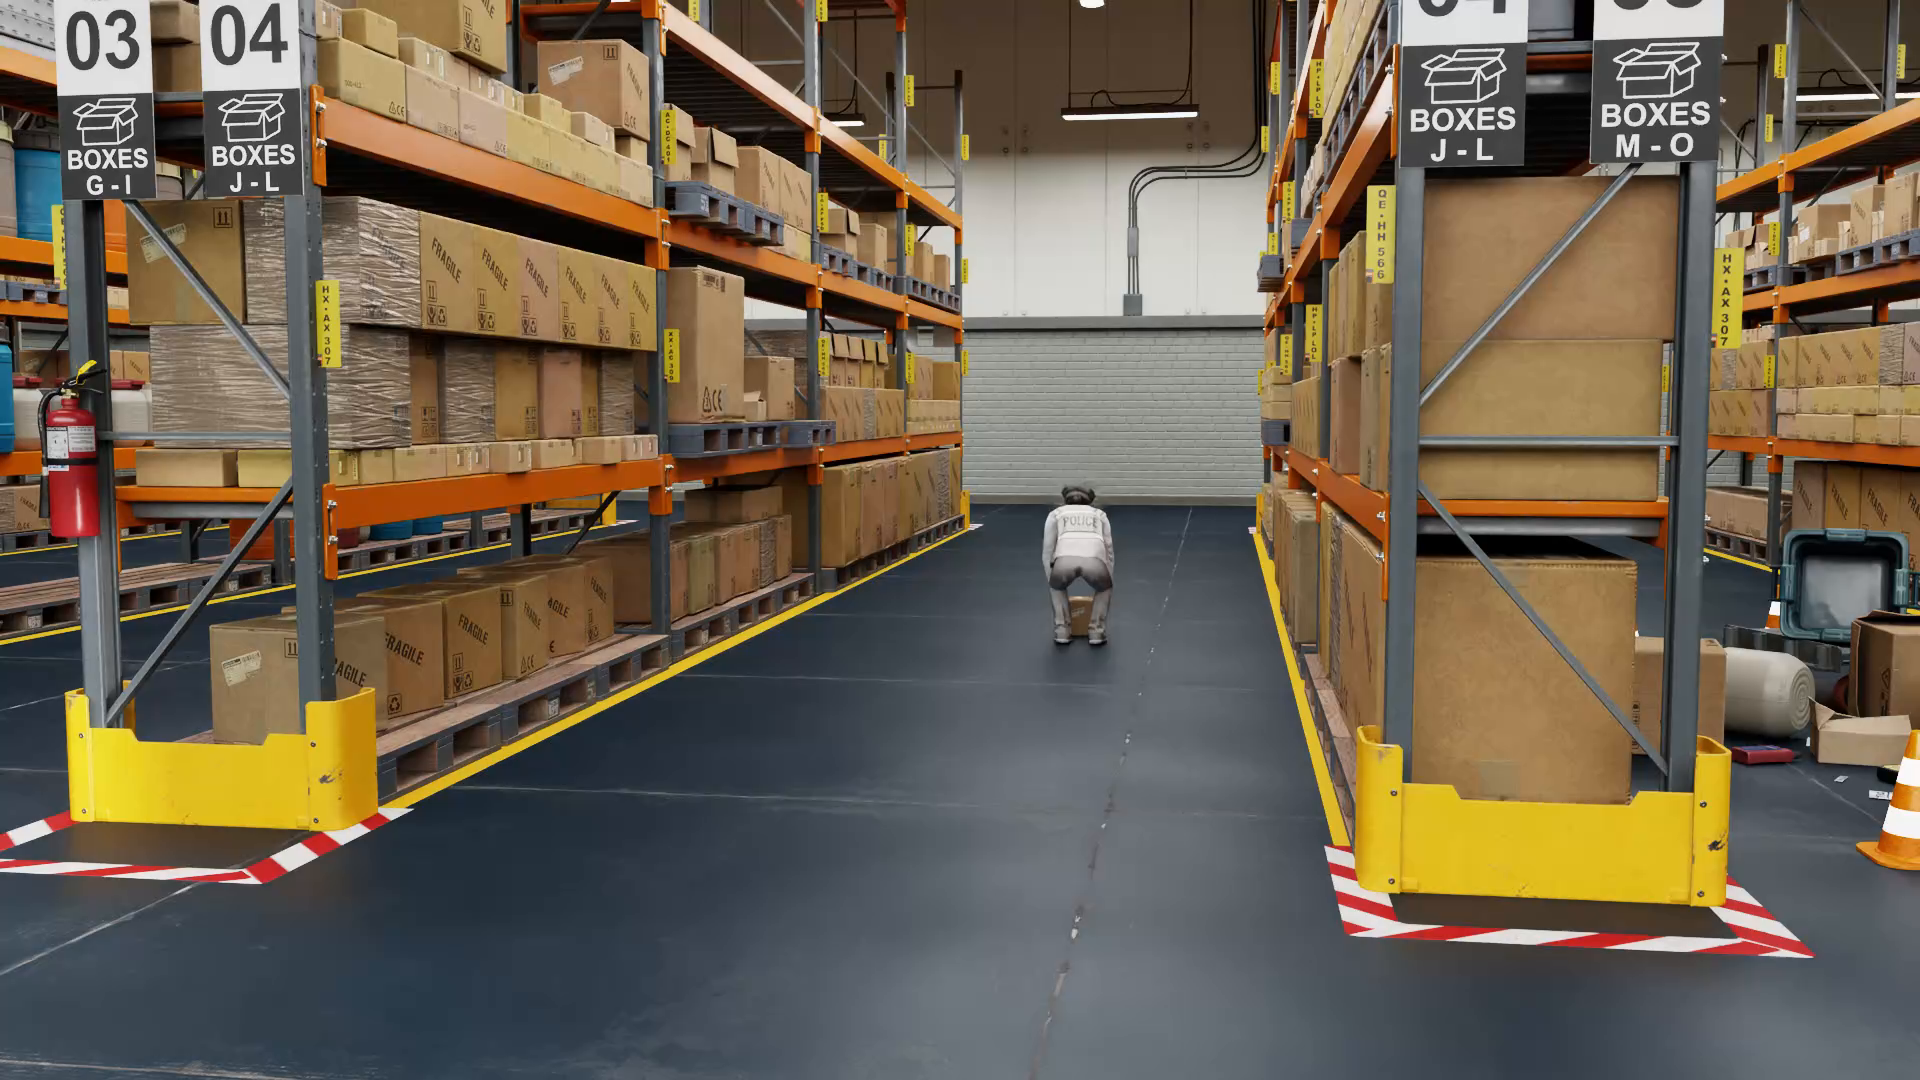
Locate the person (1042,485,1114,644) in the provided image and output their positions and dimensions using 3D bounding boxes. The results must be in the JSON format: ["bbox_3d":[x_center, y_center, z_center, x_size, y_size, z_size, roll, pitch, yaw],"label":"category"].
[{"bbox_3d":[0.809,0.167,11.534,0.505,1.075,0.826,1,5,9],"label":"person"}]
